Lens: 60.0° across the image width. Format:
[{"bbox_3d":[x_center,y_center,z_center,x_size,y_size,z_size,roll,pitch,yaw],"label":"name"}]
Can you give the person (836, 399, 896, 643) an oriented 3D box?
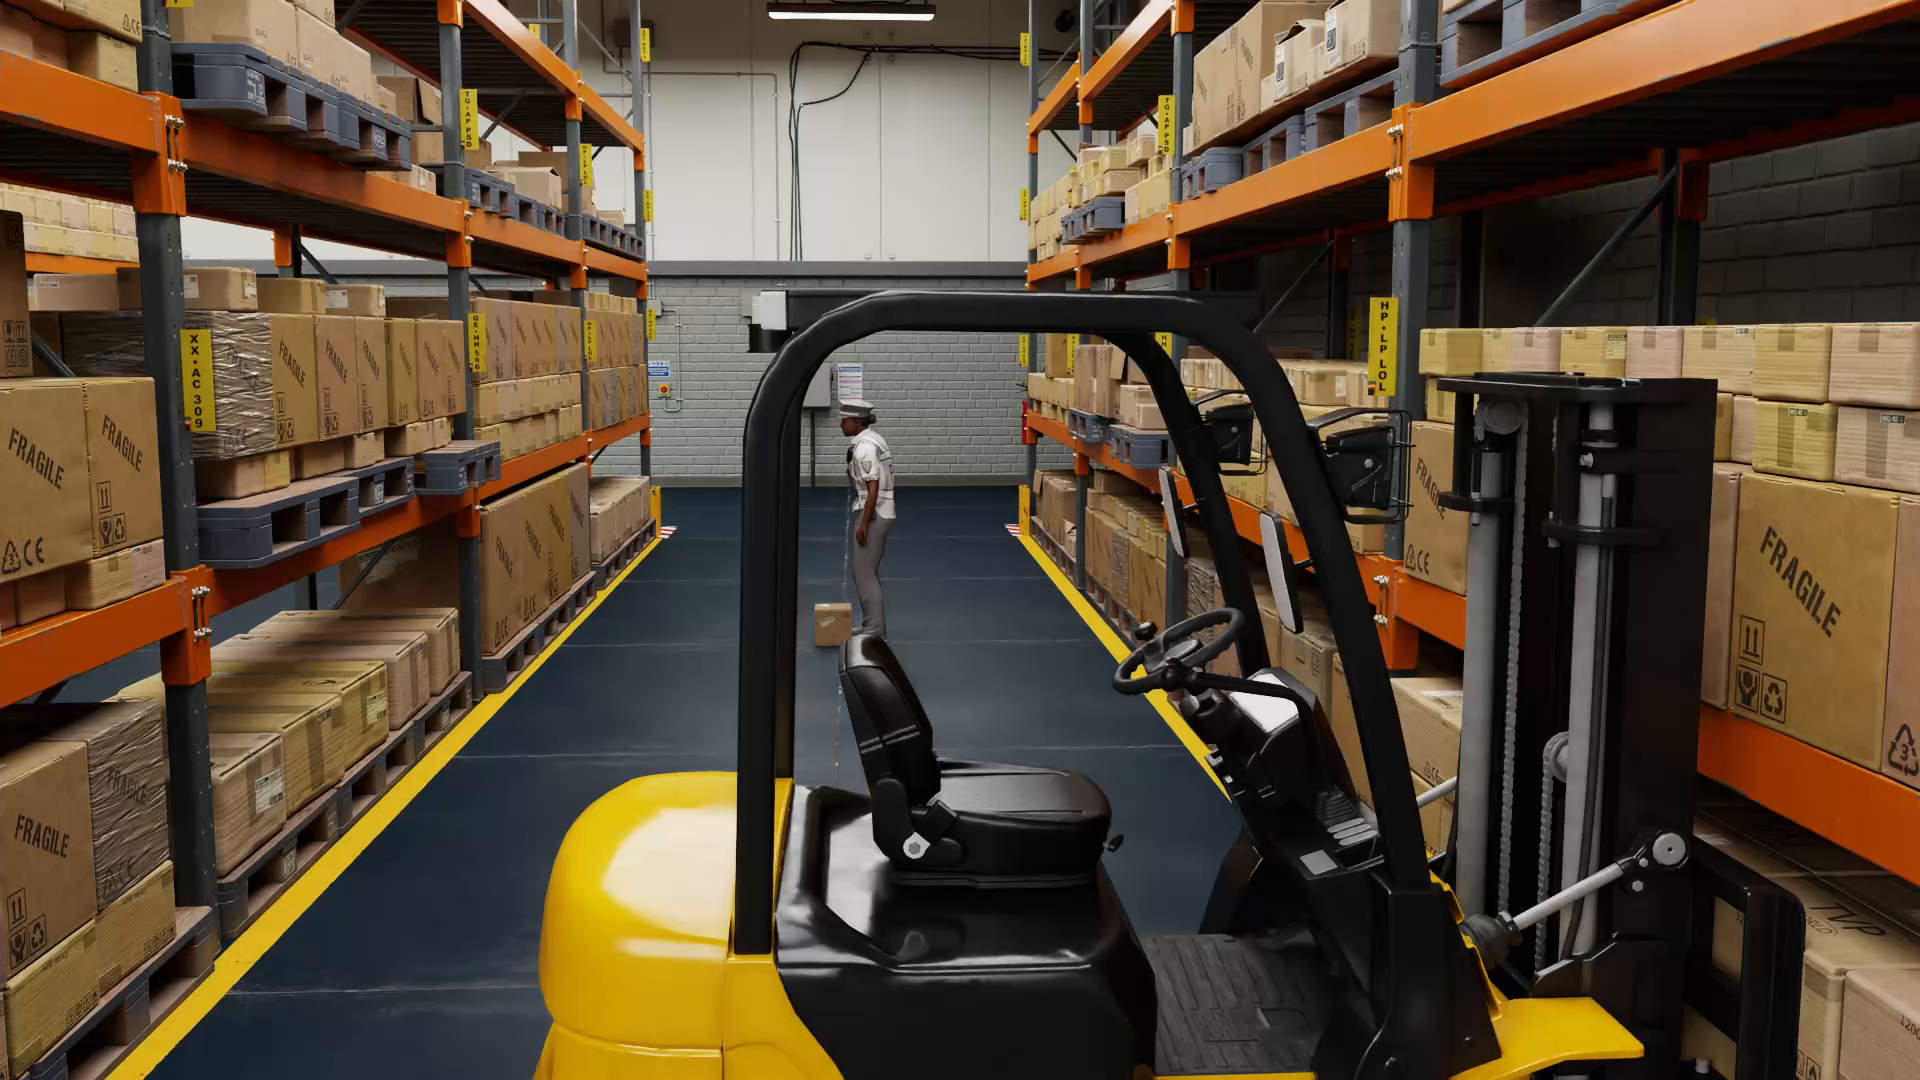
[{"bbox_3d":[-0.634,-0.124,11.274,0.399,1.657,0.512,0,7,-3],"label":"person"}]
